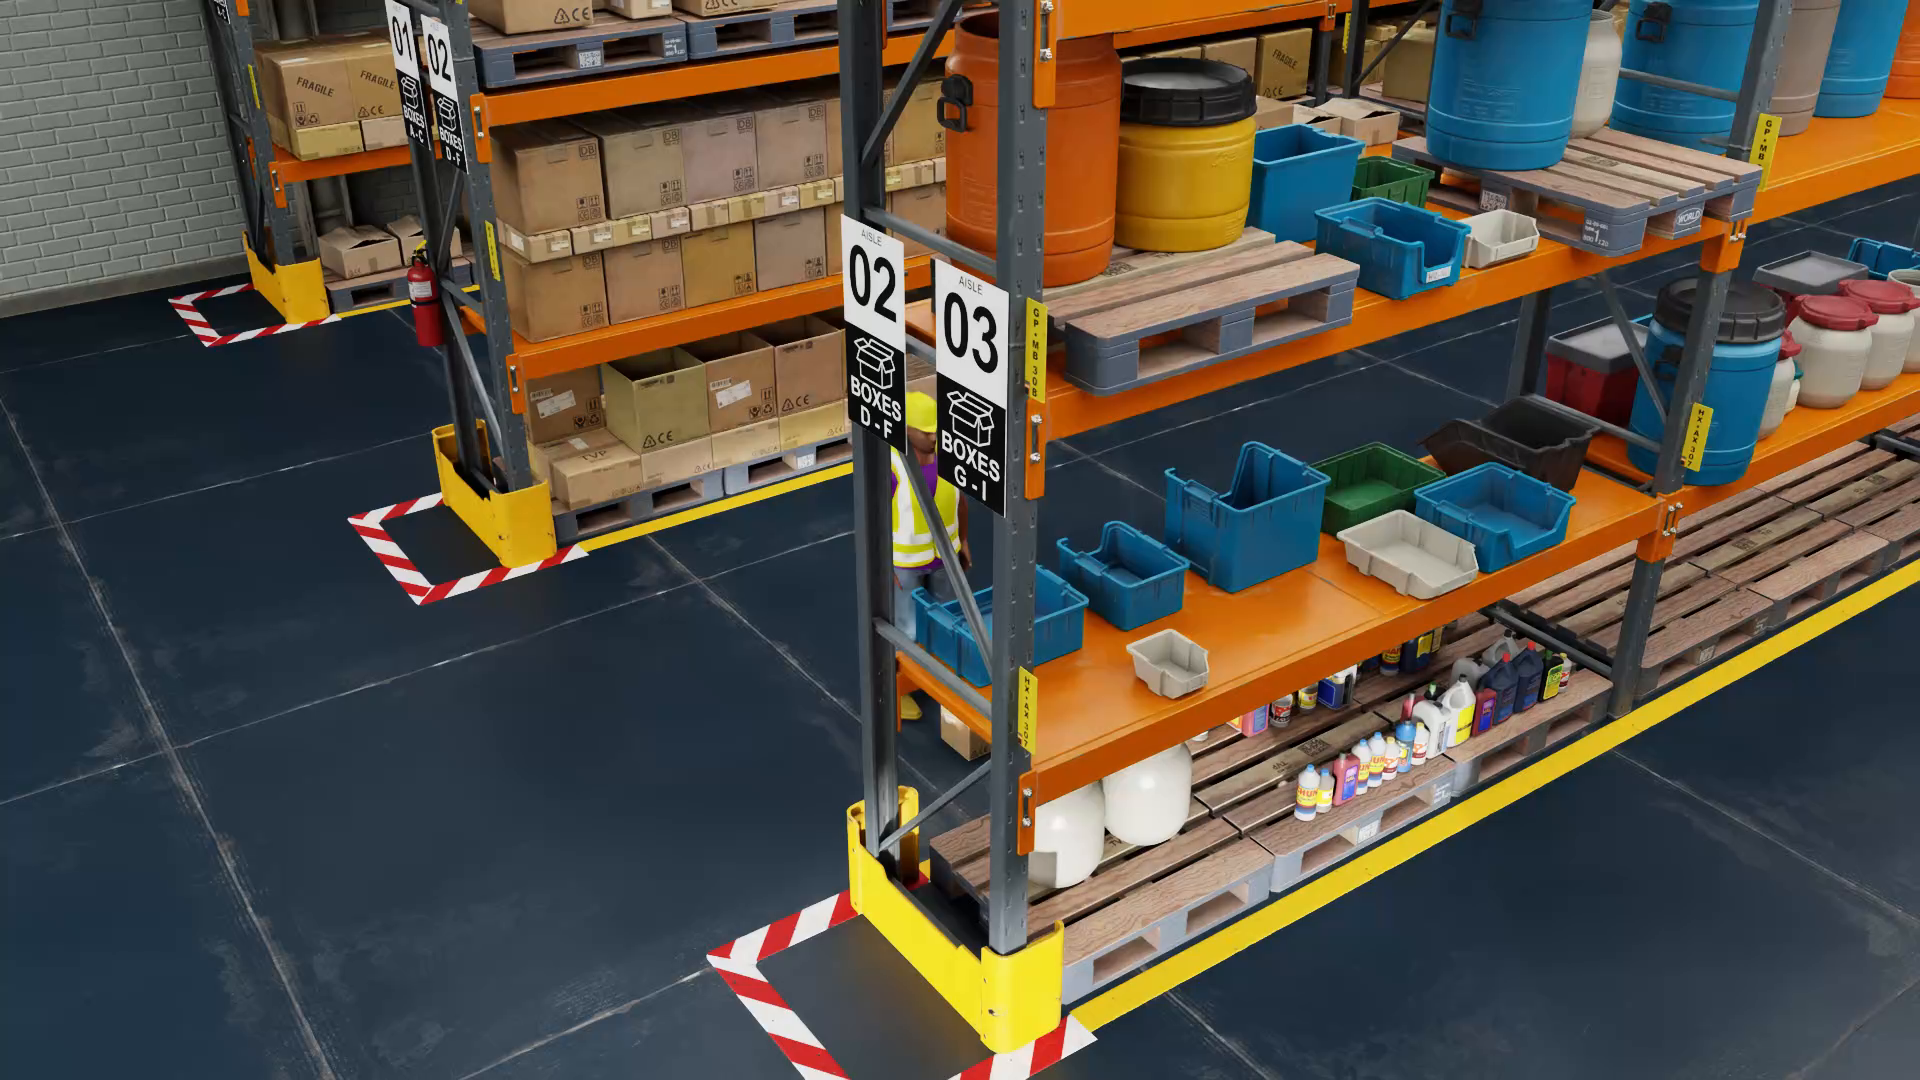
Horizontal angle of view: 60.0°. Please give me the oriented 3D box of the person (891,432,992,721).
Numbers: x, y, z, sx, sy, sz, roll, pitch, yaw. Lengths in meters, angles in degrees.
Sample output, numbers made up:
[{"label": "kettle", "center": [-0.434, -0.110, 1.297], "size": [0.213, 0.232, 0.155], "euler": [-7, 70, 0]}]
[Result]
[{"label": "person", "center": [-0.157, 0.142, 8.483], "size": [0.613, 1.628, 0.576], "euler": [-18, 33, -30]}]
